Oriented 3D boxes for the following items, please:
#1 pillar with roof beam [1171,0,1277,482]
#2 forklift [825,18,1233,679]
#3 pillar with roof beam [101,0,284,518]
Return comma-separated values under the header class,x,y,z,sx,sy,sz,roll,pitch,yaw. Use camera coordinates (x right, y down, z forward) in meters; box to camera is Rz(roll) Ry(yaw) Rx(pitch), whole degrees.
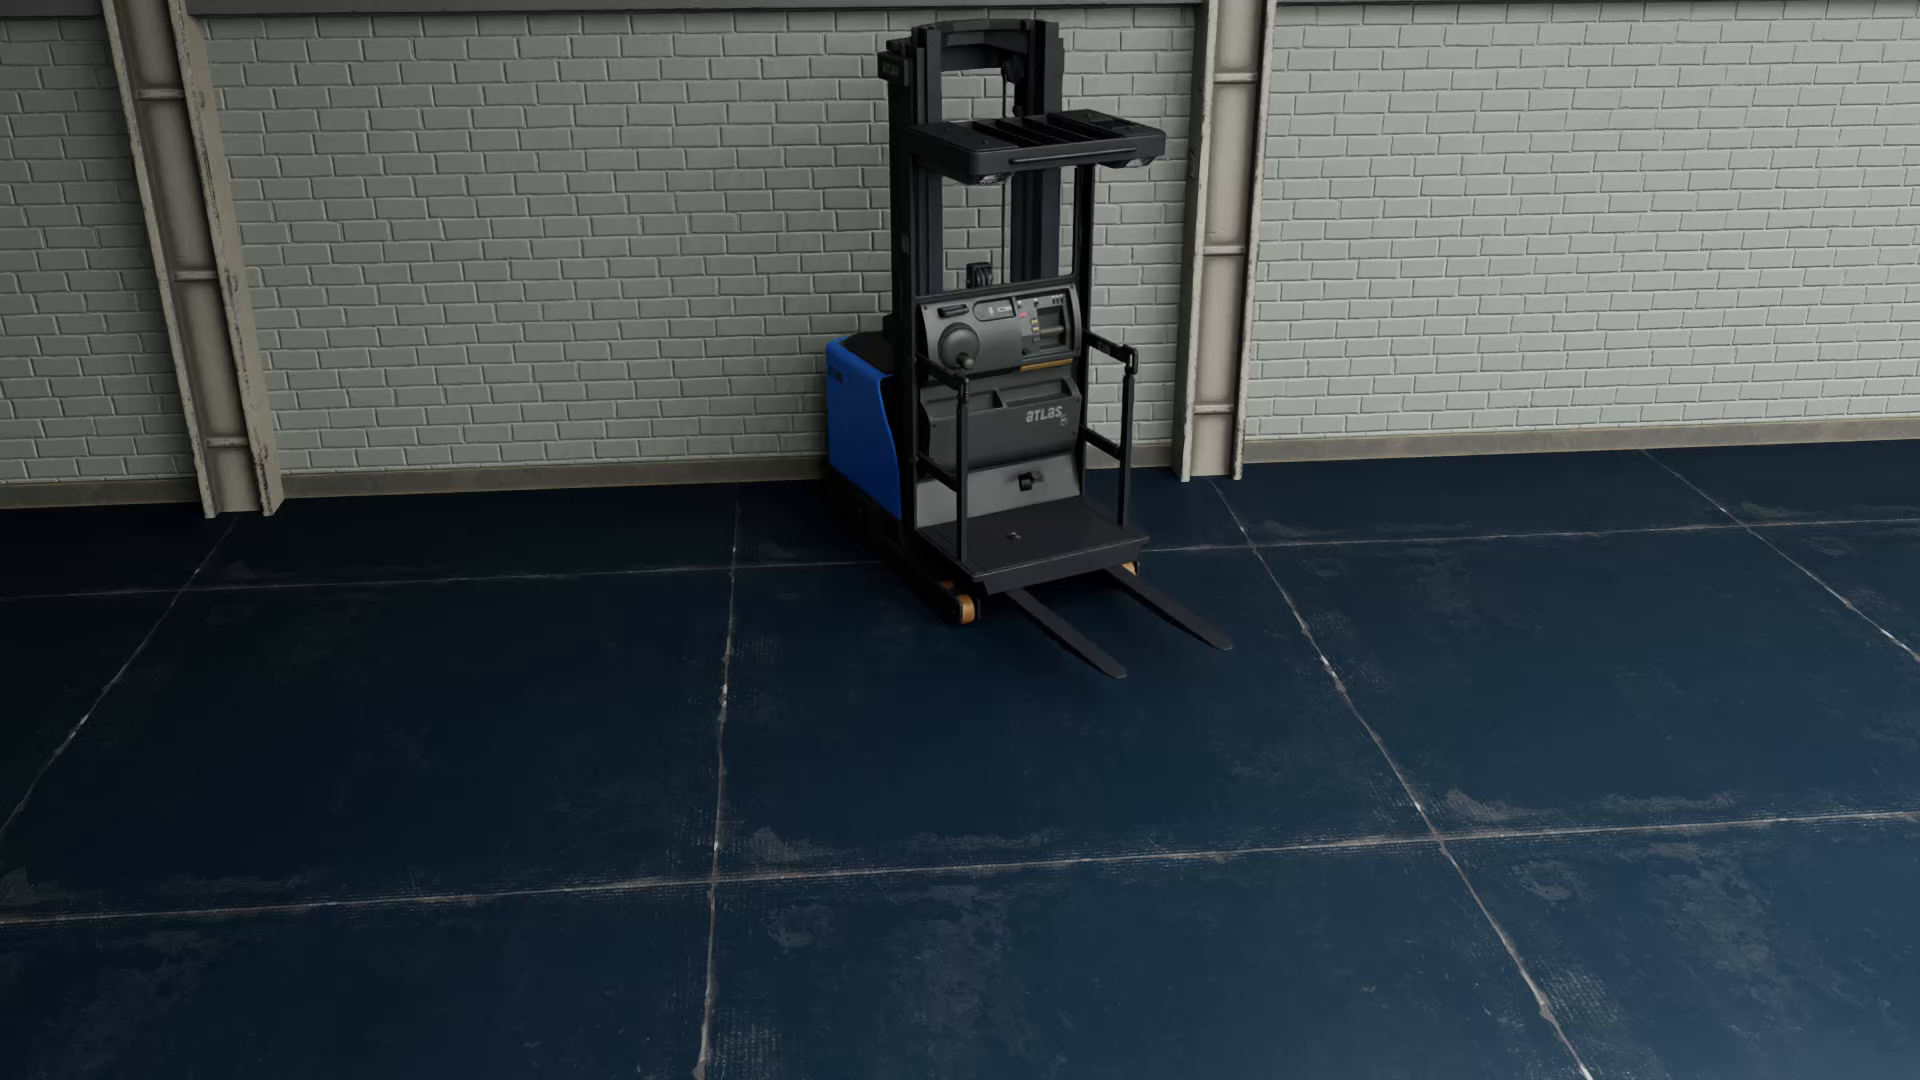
class,x,y,z,sx,sy,sz,roll,pitch,yaw
pillar with roof beam,2.011,-2.813,5.001,0.400,9.000,9.100,-2,24,-5
forklift,0.324,-1.098,8.612,1.130,2.935,3.031,-12,27,-25
pillar with roof beam,-3.960,-2.574,4.462,0.400,9.000,9.100,-2,24,-5
